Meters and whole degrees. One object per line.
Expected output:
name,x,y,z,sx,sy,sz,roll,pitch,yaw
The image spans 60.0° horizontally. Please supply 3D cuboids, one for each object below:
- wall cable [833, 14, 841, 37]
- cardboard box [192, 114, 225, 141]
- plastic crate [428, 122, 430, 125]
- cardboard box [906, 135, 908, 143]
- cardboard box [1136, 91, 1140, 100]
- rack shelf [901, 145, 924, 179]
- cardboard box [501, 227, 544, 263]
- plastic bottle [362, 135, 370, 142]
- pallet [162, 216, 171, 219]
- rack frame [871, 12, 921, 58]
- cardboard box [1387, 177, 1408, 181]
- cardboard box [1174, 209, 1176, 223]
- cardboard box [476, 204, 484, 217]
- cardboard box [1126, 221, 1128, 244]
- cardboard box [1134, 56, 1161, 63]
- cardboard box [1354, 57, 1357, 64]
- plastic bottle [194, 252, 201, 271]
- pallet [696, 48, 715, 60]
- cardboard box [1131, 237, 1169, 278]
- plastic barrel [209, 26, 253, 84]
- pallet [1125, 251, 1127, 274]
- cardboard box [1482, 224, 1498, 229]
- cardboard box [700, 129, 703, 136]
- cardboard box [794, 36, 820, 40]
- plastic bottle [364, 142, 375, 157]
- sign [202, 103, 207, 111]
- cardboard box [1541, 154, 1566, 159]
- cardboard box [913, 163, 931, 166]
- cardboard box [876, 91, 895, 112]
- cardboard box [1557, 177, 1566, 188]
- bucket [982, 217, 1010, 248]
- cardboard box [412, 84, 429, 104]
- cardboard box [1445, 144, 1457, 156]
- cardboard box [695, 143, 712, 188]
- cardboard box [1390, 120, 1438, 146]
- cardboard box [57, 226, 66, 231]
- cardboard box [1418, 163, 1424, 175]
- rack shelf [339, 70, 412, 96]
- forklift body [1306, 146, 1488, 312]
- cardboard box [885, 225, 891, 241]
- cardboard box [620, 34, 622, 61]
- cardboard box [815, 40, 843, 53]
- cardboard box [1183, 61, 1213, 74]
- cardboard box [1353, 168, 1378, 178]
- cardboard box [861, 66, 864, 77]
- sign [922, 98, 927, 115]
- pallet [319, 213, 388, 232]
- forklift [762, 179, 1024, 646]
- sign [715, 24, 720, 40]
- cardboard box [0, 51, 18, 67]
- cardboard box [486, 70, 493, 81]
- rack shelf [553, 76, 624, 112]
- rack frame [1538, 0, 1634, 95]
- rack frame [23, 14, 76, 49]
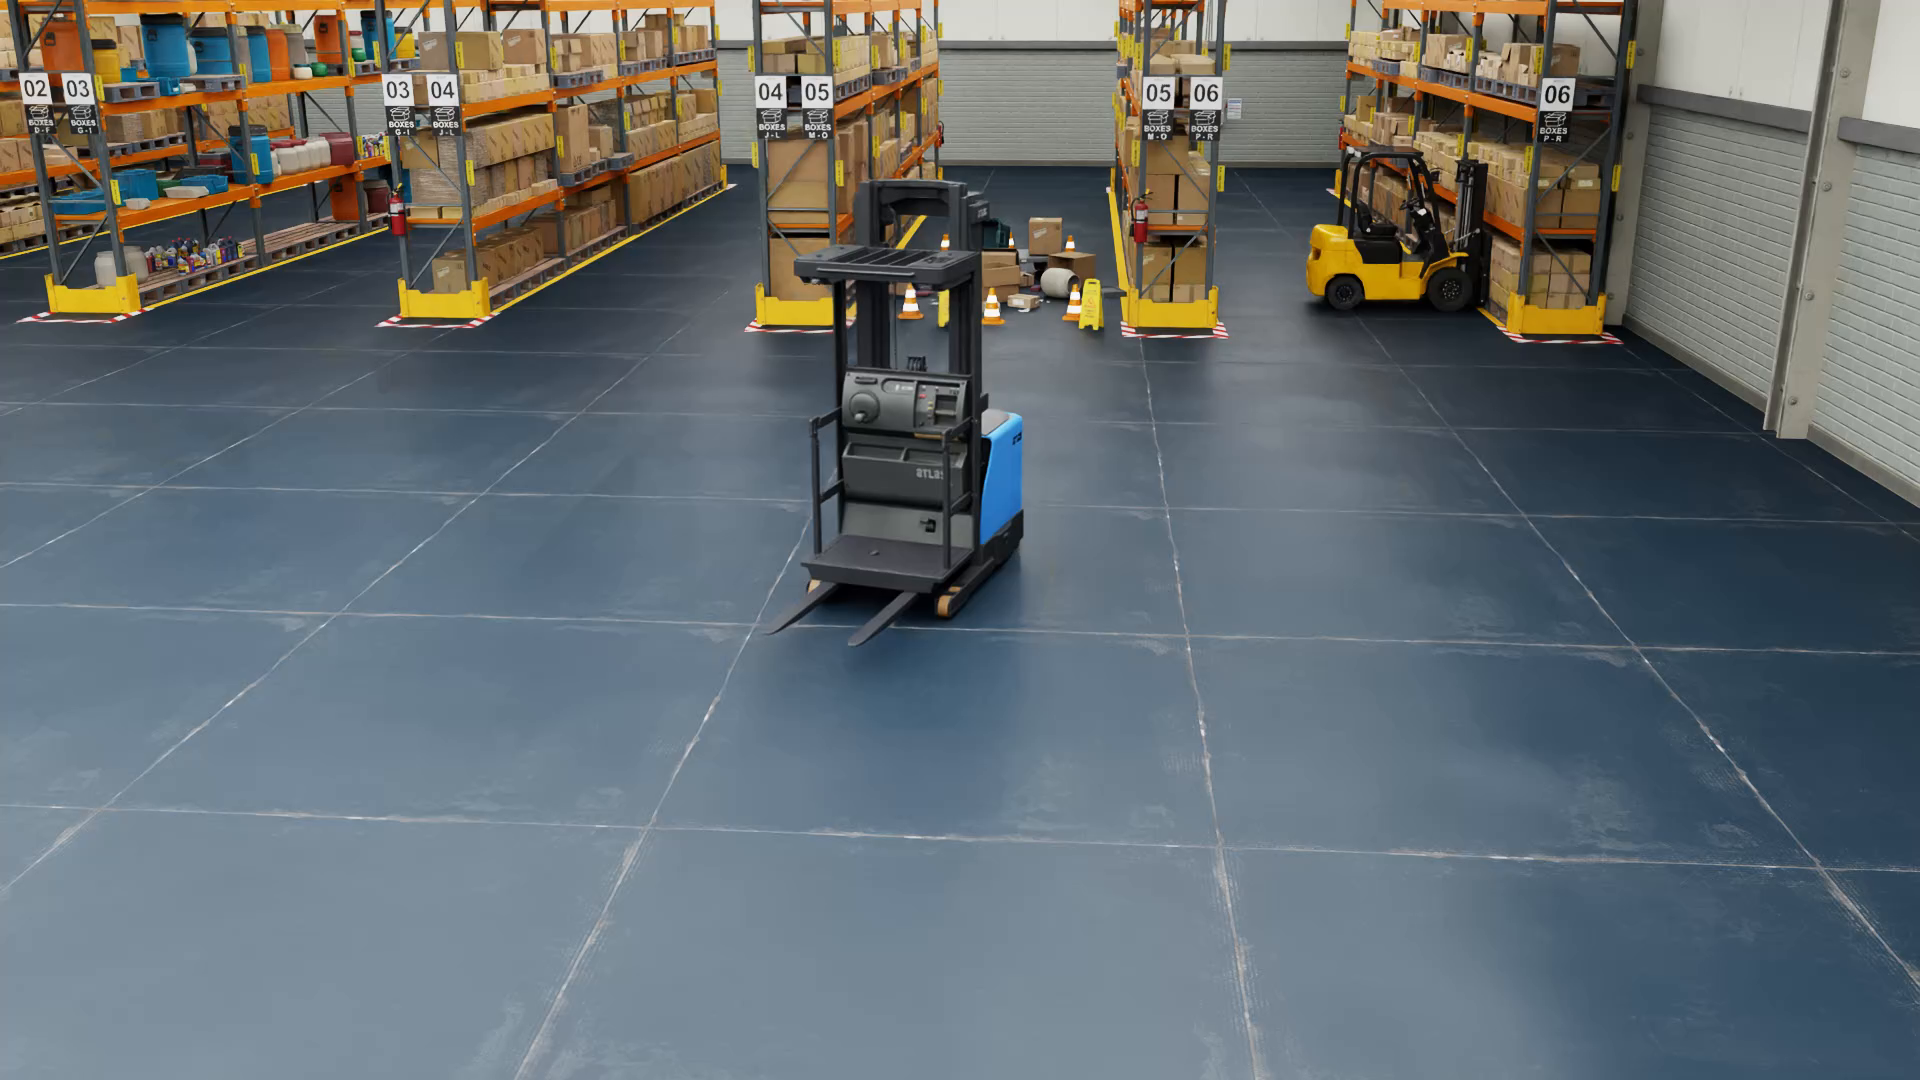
wall cable,-2.076,-15.519,41.167,2.277,5.999,0.120,1,18,4
cardboard box,-15.778,-8.640,34.813,0.500,0.500,0.500,2,18,5
plastic crate,-11.322,-8.948,36.088,0.416,0.233,0.300,1,18,4
cardboard box,-1.187,-7.624,31.601,0.380,0.149,0.250,2,18,6
cardboard box,2.630,-6.171,23.025,0.380,0.149,0.250,1,18,3
rack shelf,-1.410,-7.113,31.469,1.077,0.370,4.000,1,18,4
cardboard box,-6.848,-4.622,26.051,0.500,0.500,0.500,1,18,2
plastic bottle,-11.643,-7.775,32.533,0.152,0.276,0.135,1,18,4
pallet,-16.192,-6.482,32.866,1.003,0.211,1.213,1,18,4
rack frame,-1.266,-10.927,32.318,1.000,3.000,0.127,1,18,4
cardboard box,8.383,-6.849,31.805,0.380,0.149,0.250,1,18,3
cardboard box,3.053,-4.330,22.224,0.380,0.149,0.250,2,18,5
cardboard box,-6.771,-4.532,22.841,0.380,0.149,0.250,1,18,4
cardboard box,3.236,-5.065,27.610,0.950,0.372,0.625,2,18,6
cardboard box,2.694,-6.862,23.854,0.380,0.149,0.250,1,18,4
cardboard box,8.513,-10.105,35.032,0.380,0.149,0.250,2,18,5
plastic bottle,-11.534,-4.208,25.123,0.097,0.271,0.097,0,18,0
pallet,-5.962,-10.613,36.320,1.003,0.211,1.213,1,18,4
cardboard box,2.649,-3.936,23.155,0.500,0.500,0.500,2,18,6
plastic barrel,-11.853,-7.874,27.012,0.600,0.901,0.600,0,18,0
pallet,3.159,-4.429,26.600,1.003,0.211,1.213,1,18,4
cardboard box,7.662,-4.469,24.380,0.500,0.250,0.500,1,18,4
cardboard box,-5.726,-8.748,35.708,0.380,0.149,0.250,2,18,5
cardboard box,-2.240,-7.260,24.233,0.380,0.149,0.250,1,18,3
plastic bottle,-11.046,-7.298,31.078,0.152,0.276,0.135,1,18,4
sign,-15.533,-8.979,34.150,0.100,0.325,0.005,1,18,4
cardboard box,8.146,-5.237,22.907,0.380,0.149,0.250,1,18,4
cardboard box,-0.840,-8.199,36.576,0.380,0.149,0.250,2,18,5
cardboard box,-1.502,-8.892,33.499,0.500,0.500,0.500,1,18,2
cardboard box,8.007,-4.694,21.728,0.380,0.149,0.250,1,18,4
bucket,0.450,-4.664,25.657,0.726,0.611,0.620,8,10,23
cardboard box,-7.285,-6.001,22.343,0.500,0.250,0.500,2,18,5
cardboard box,7.816,-6.109,26.048,0.380,0.149,0.250,1,18,2
cardboard box,-5.951,-8.167,36.268,0.875,0.875,0.875,1,18,4
cardboard box,8.275,-7.405,30.363,0.797,0.503,0.637,1,18,3
cardboard box,-16.240,-5.606,29.455,0.500,0.250,0.500,2,18,5
cardboard box,8.026,-6.285,28.028,0.500,0.250,0.500,1,18,3
rack shelf,-11.290,-8.791,31.773,1.077,0.370,4.000,1,18,4
forklift body,6.086,-4.387,23.356,2.313,2.155,1.214,1,18,4
cardboard box,-1.746,-5.505,28.346,1.050,0.750,0.750,2,18,5
cardboard box,-6.521,-8.841,29.929,0.797,0.503,0.637,2,18,7
cardboard box,-1.748,-6.535,22.020,0.380,0.149,0.250,1,18,3
cardboard box,3.129,-6.216,21.880,0.380,0.149,0.250,1,18,4
cardboard box,8.540,-7.527,34.916,0.500,0.500,0.500,2,18,5
cardboard box,-1.600,-6.786,24.067,0.380,0.149,0.250,1,18,4
sign,-0.712,-8.615,33.038,0.100,0.325,0.005,1,18,4
pallet,-11.418,-6.007,31.416,1.003,0.211,1.213,1,18,4
forklift,-0.470,-0.983,11.716,1.130,2.935,3.031,6,19,19
sign,-5.379,-11.253,36.835,0.100,0.325,0.005,1,18,4
cardboard box,-16.422,-8.269,28.591,0.500,0.250,0.500,1,18,3
cardboard box,-6.694,-6.433,23.022,0.380,0.149,0.250,1,18,4
rack shelf,-6.636,-7.438,27.644,1.077,0.370,4.000,1,18,4
rack frame,7.769,-7.011,20.368,1.000,3.000,0.127,1,18,4
rack frame,-16.373,-10.049,29.639,1.000,3.000,0.127,1,18,4
